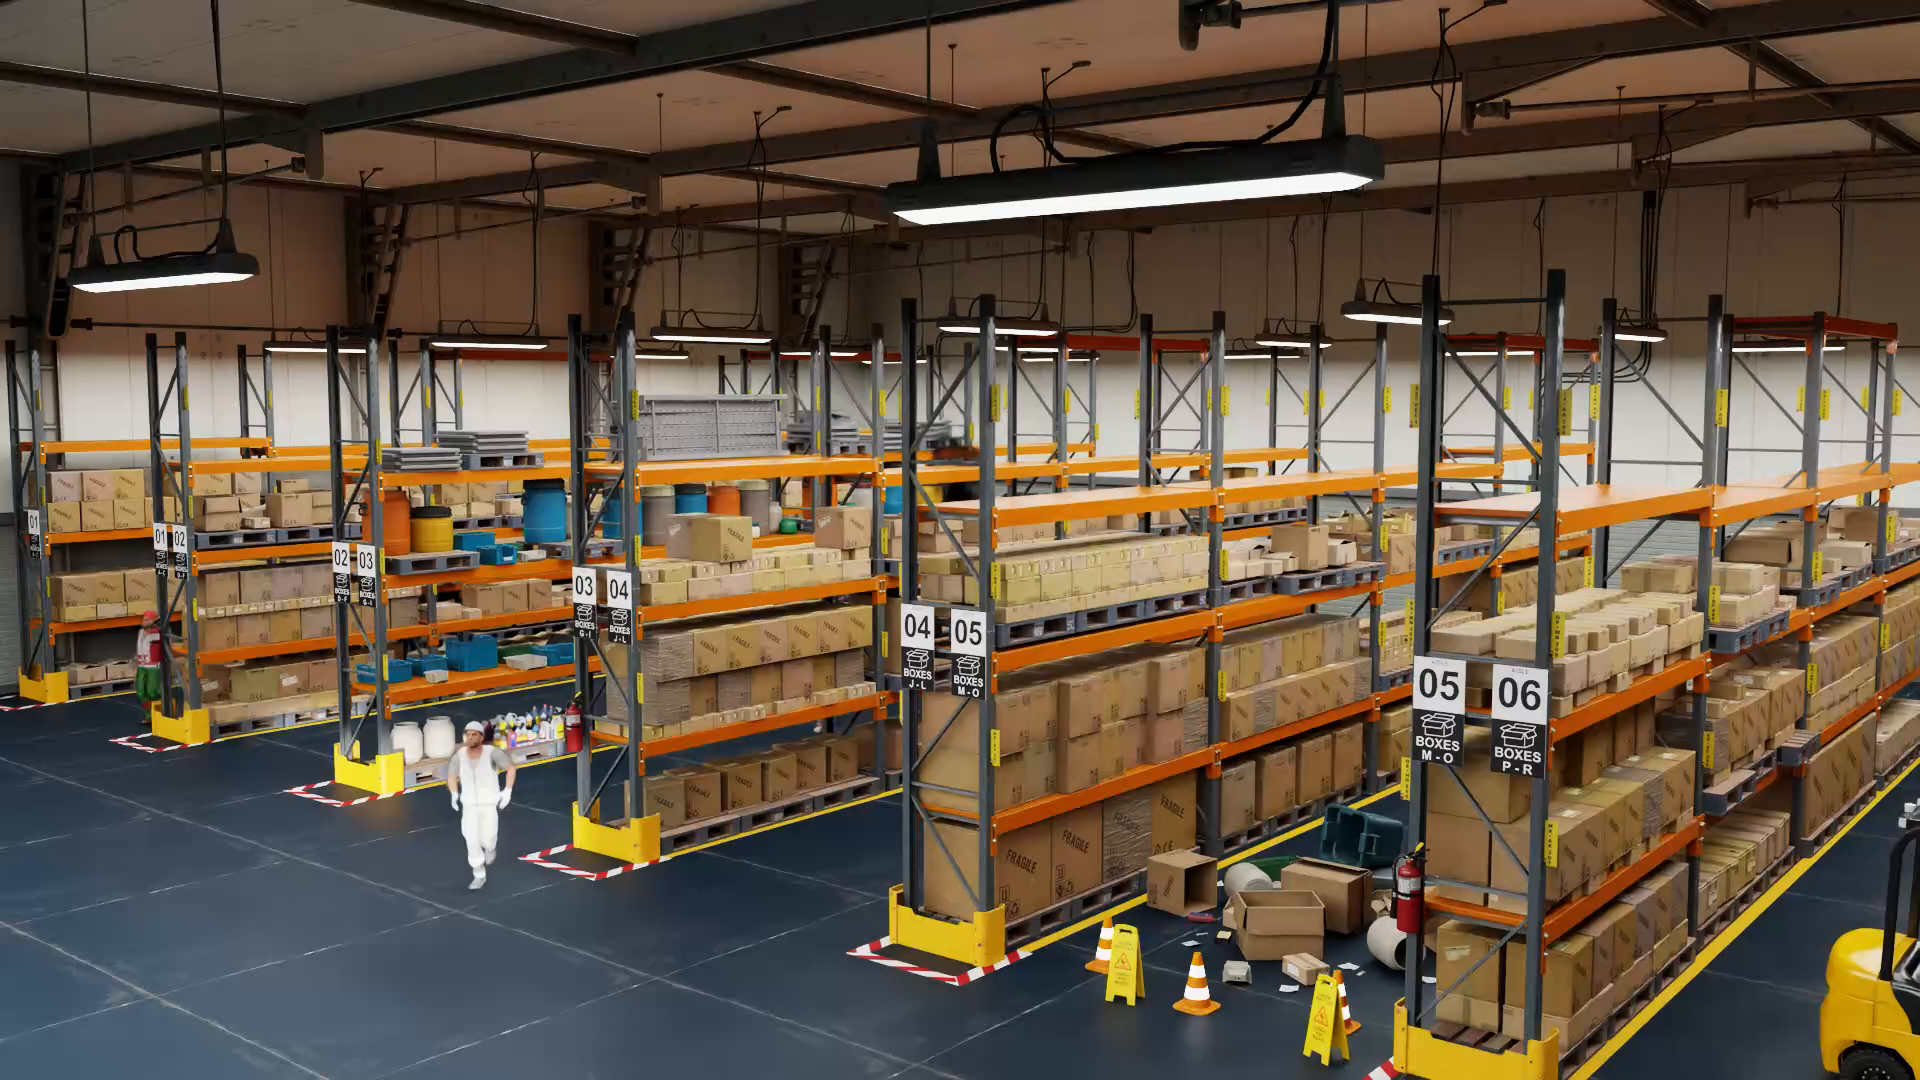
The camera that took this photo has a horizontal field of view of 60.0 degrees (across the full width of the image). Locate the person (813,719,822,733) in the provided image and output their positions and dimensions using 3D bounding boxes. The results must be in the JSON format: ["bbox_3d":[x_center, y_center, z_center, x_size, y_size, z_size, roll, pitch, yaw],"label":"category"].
[{"bbox_3d":[-1.959,2.041,25.213,0.593,1.606,0.894,3,6,30],"label":"person"}]

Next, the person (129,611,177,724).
[{"bbox_3d":[-12.562,1.966,25.886,0.651,1.747,0.692,2,5,19],"label":"person"}]

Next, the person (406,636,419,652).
[{"bbox_3d":[-9.720,1.771,29.452,0.557,1.501,0.929,5,7,43],"label":"person"}]

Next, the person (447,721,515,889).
[{"bbox_3d":[-4.995,2.742,17.347,0.687,1.749,0.673,0,5,-2],"label":"person"}]
